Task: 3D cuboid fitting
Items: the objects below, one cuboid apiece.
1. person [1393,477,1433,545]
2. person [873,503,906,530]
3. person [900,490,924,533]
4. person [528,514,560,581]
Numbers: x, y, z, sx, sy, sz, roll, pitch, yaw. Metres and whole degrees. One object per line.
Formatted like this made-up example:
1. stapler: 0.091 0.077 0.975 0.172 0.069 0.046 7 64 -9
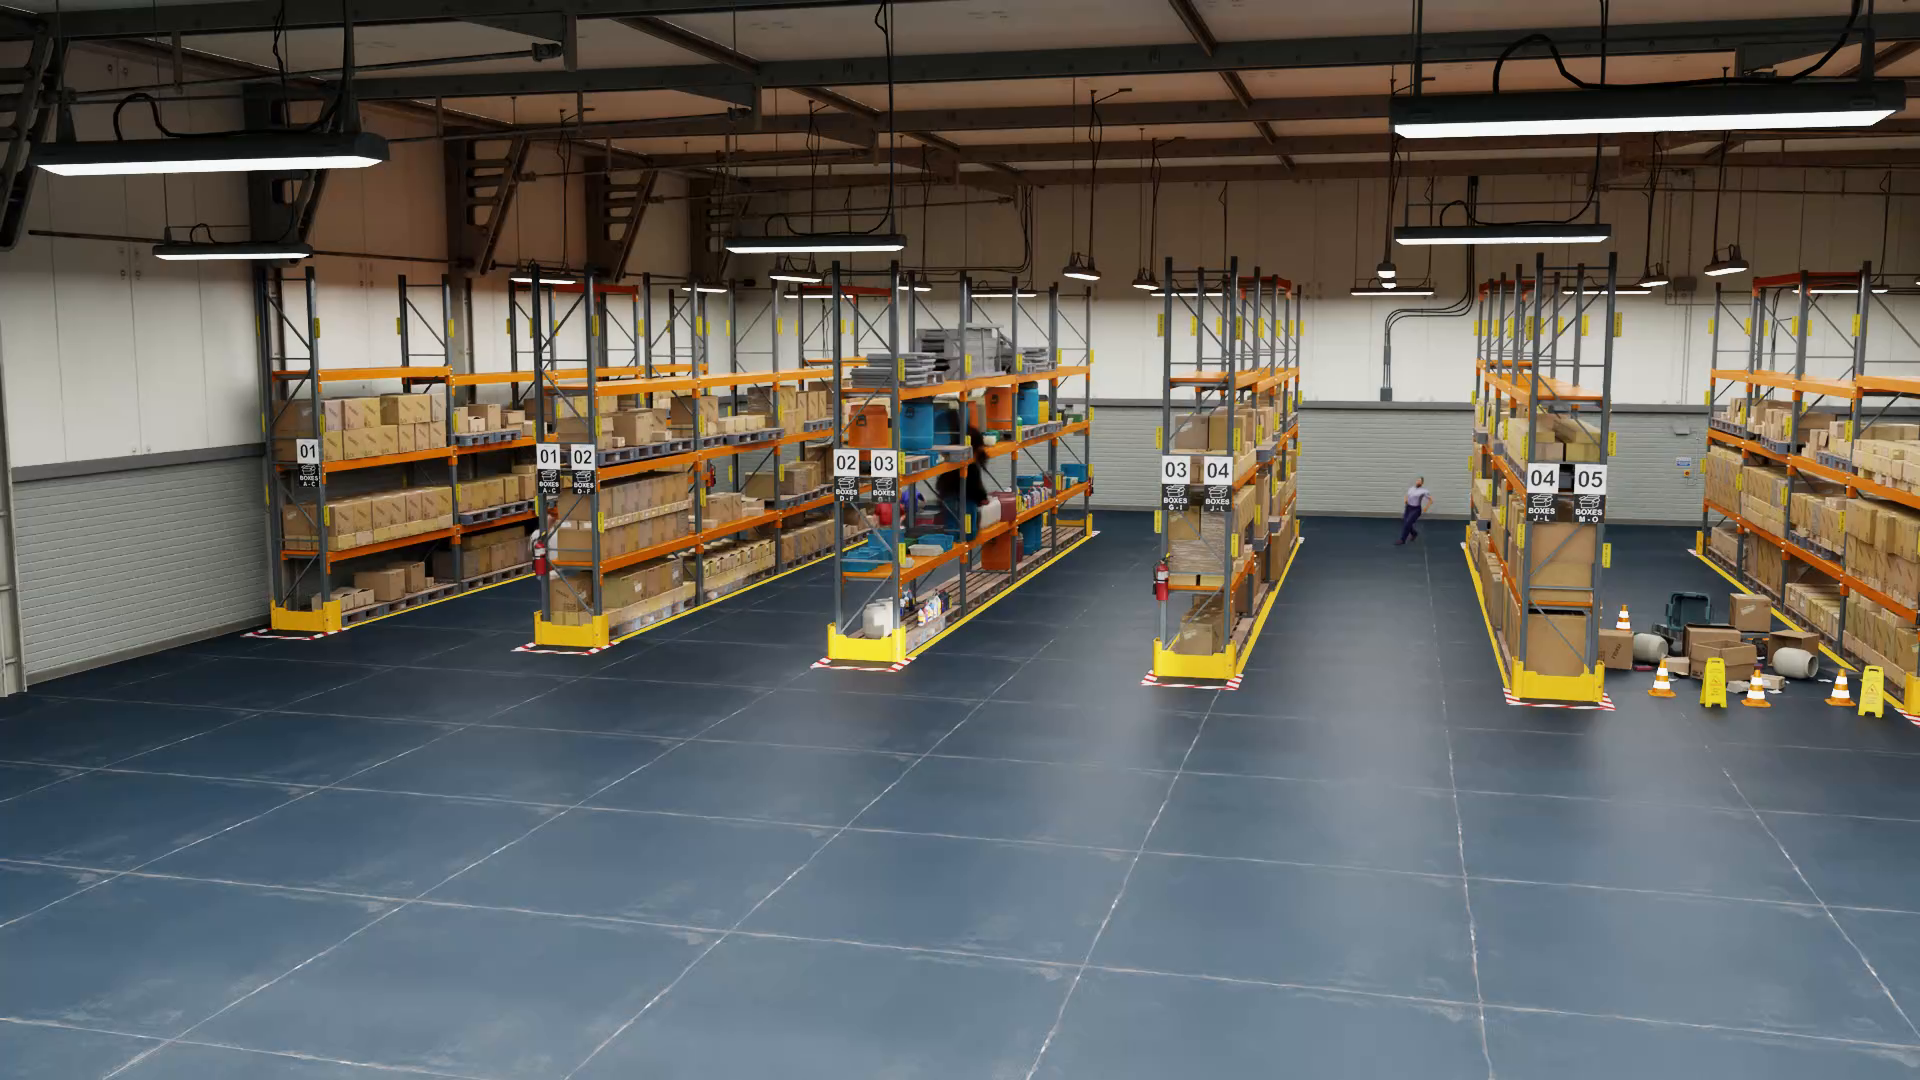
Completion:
1. person: 10.460 -0.667 38.417 0.864 1.583 0.663 -4 8 -30
2. person: -1.462 -0.199 34.510 0.679 1.668 0.622 0 7 -1
3. person: -1.092 -0.405 36.962 0.542 1.456 0.928 1 7 5
4. person: -7.108 0.468 28.740 0.685 1.831 0.832 1 7 7
